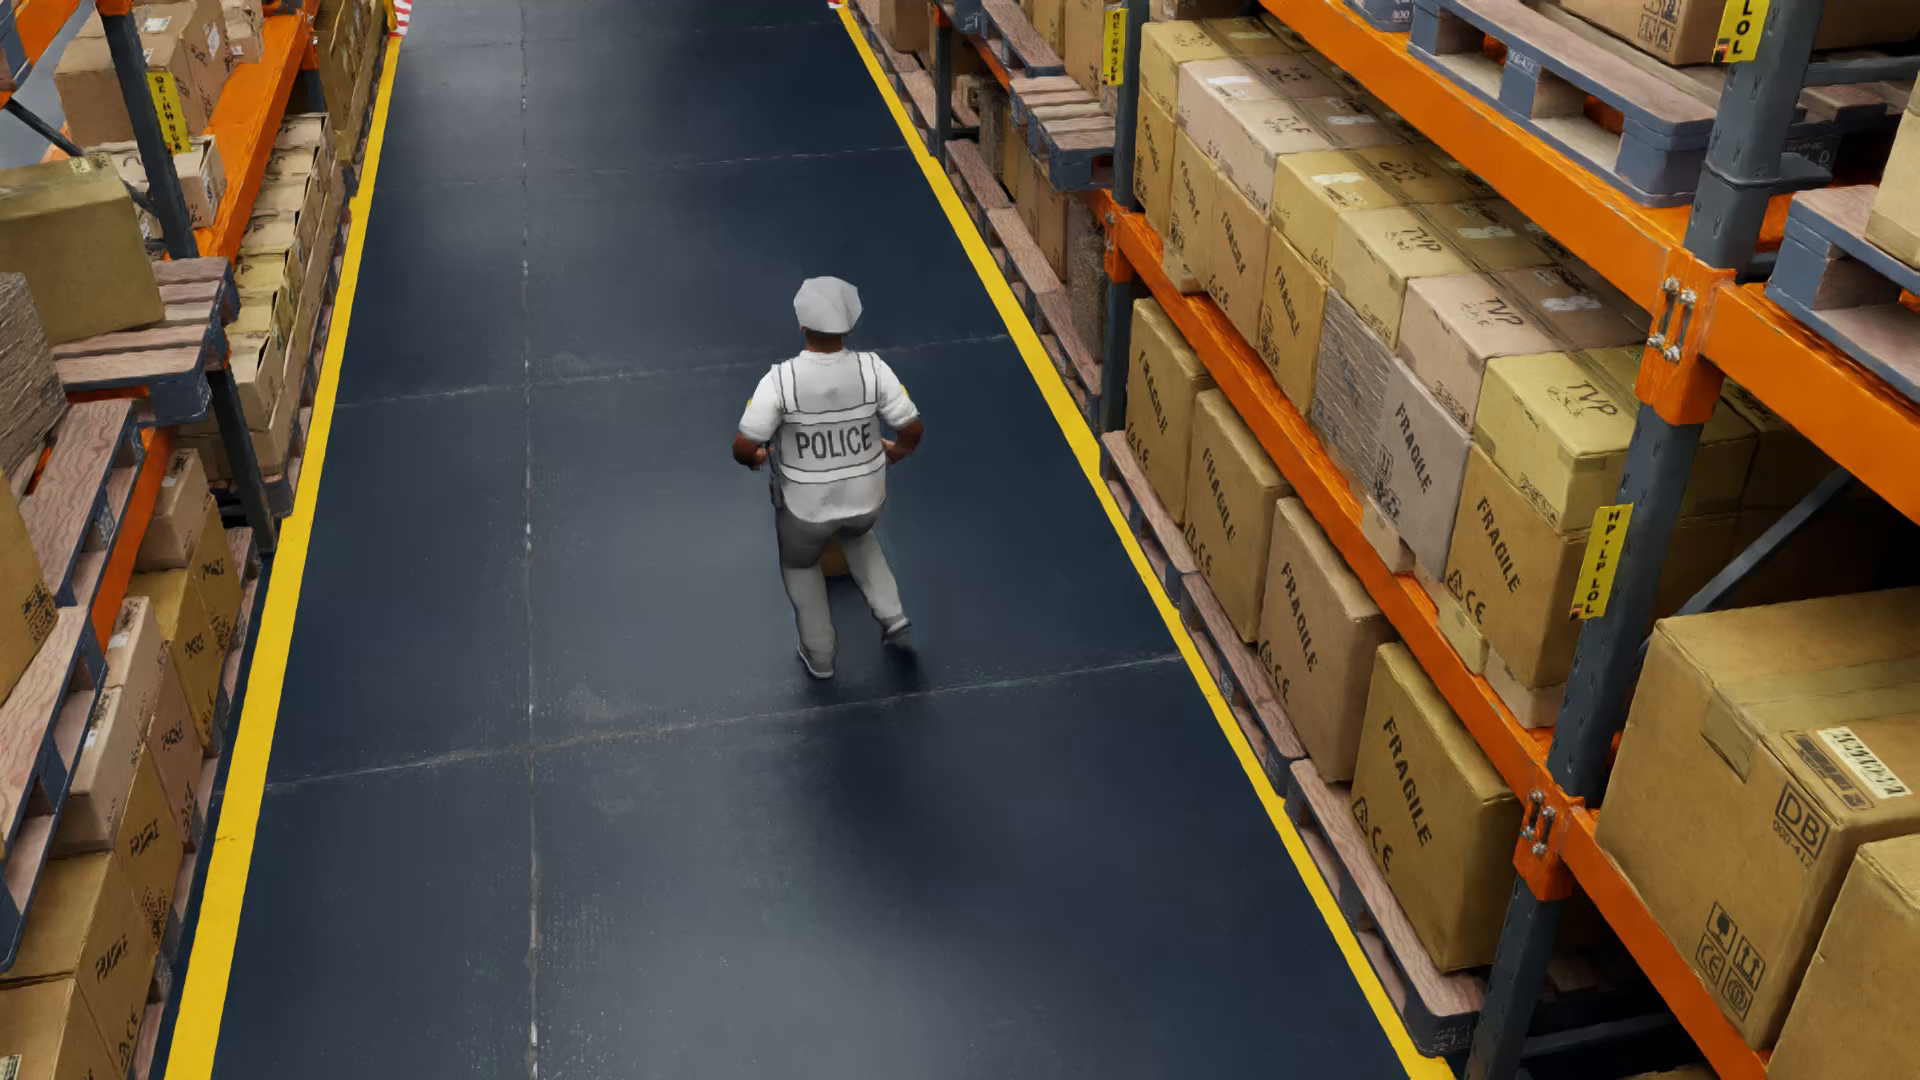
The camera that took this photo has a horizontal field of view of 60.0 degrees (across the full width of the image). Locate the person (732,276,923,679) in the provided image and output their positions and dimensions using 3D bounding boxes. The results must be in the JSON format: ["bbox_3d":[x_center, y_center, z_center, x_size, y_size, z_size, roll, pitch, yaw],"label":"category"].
[{"bbox_3d":[-0.529,-0.225,6.480,0.687,1.753,0.514,-14,37,-19],"label":"person"}]
